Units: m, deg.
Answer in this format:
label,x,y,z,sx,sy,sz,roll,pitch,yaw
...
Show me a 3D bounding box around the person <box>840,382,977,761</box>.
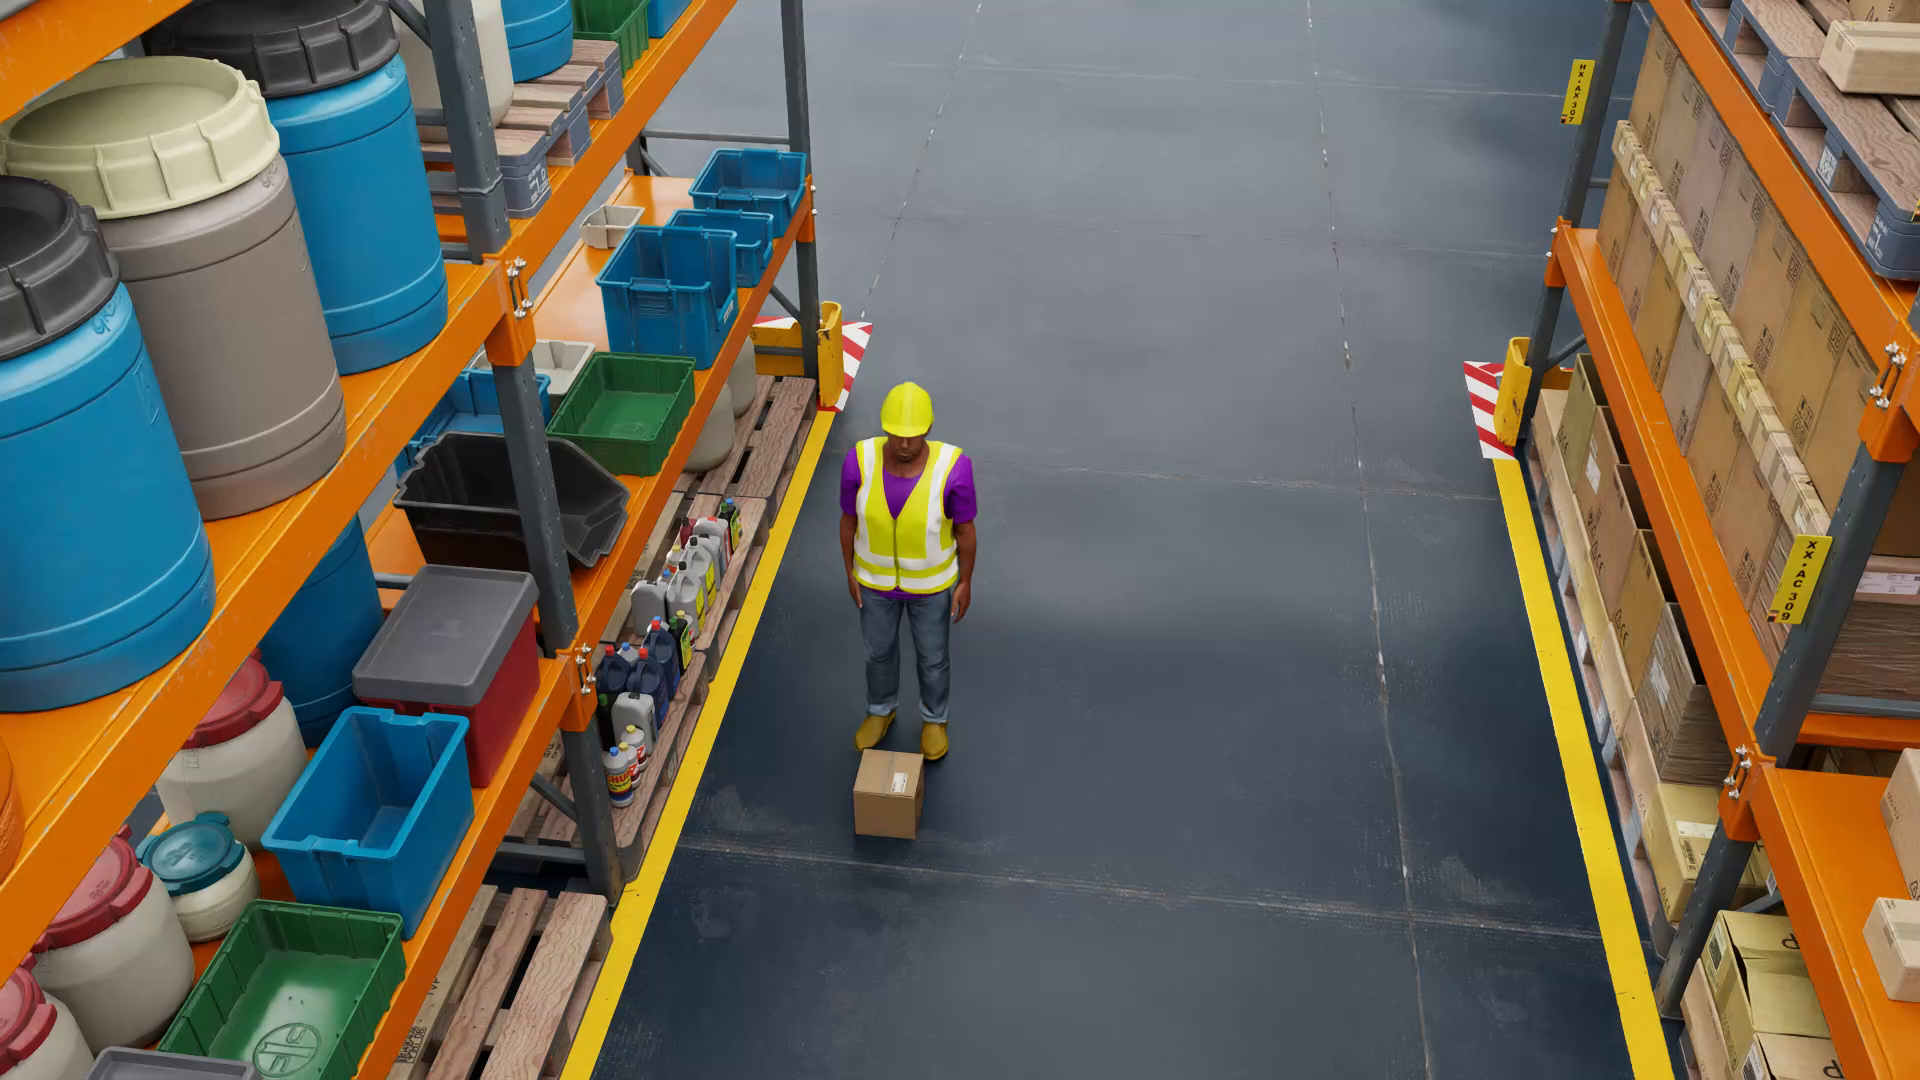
label,x,y,z,sx,sy,sz,roll,pitch,yaw
person,-0.214,0.154,6.824,0.562,1.782,0.350,5,36,7
